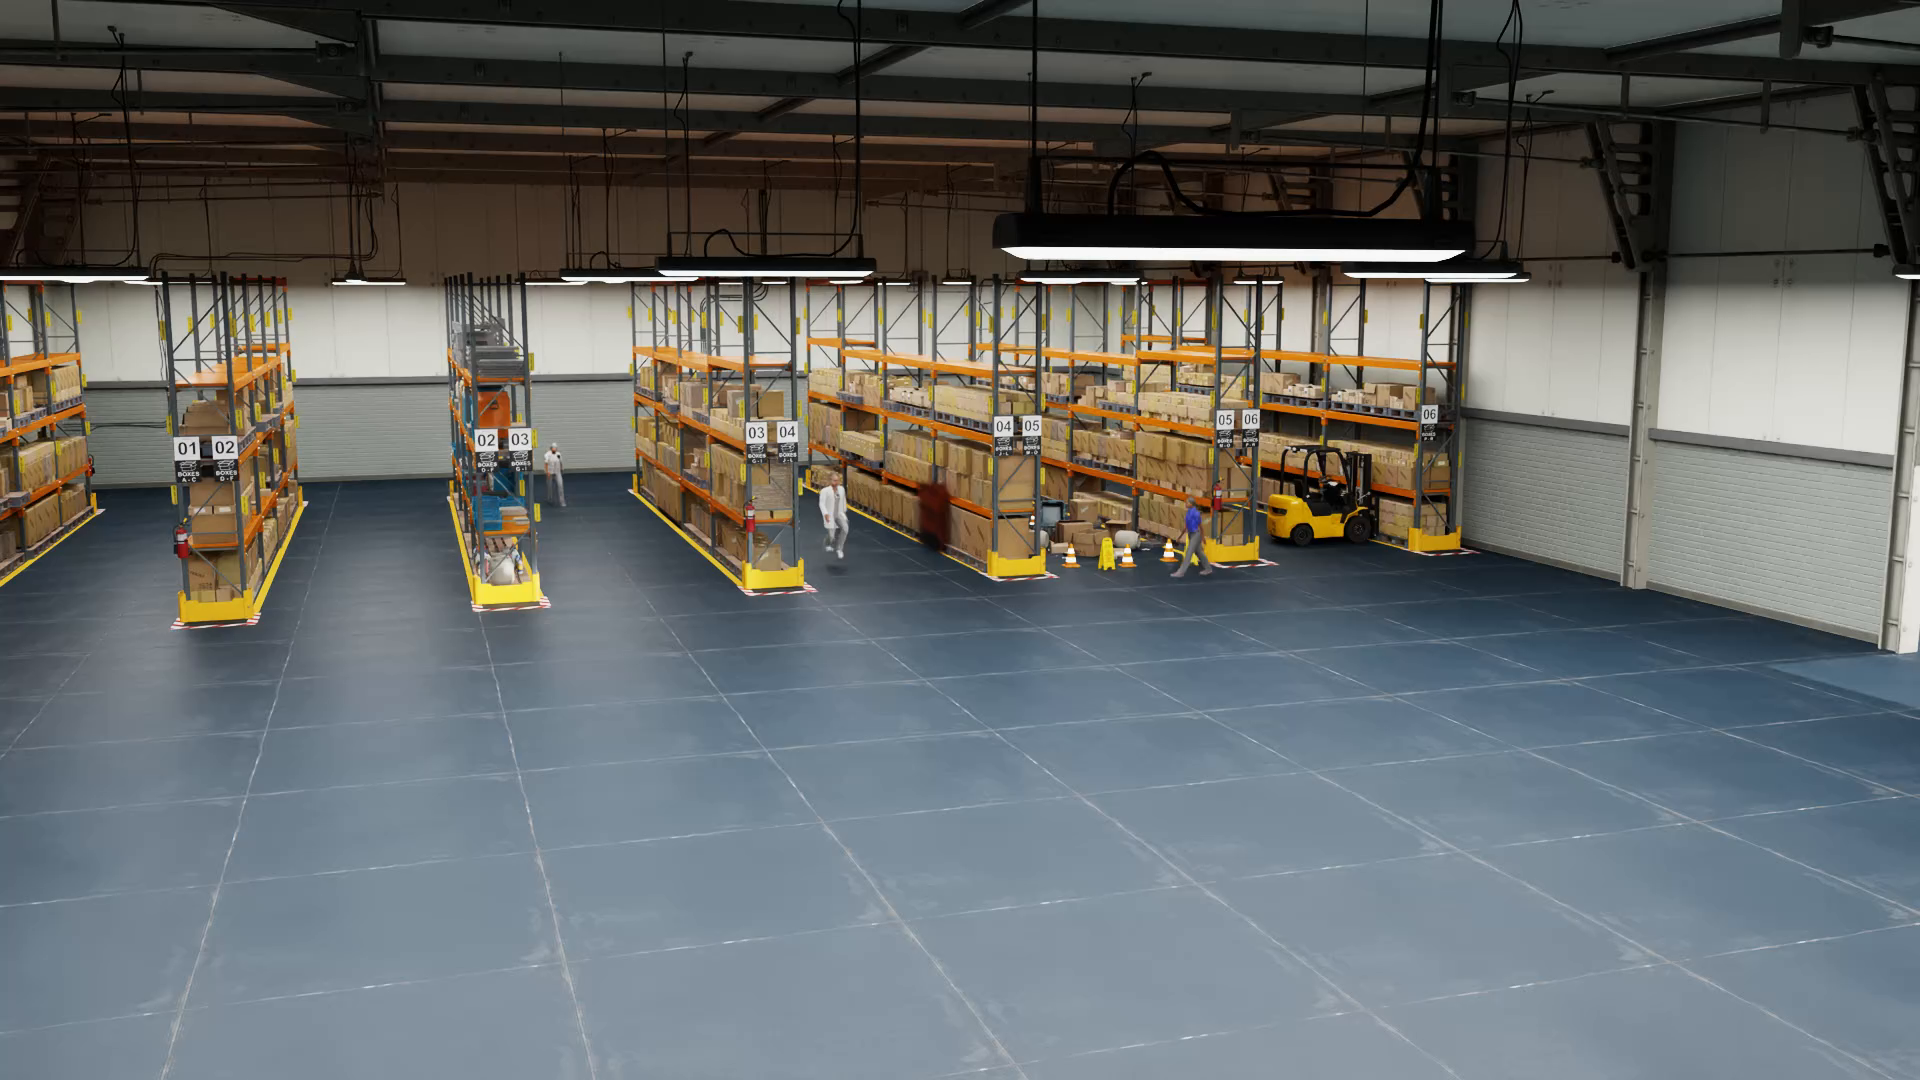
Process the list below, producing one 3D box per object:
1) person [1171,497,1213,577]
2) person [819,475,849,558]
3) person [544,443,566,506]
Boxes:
[{"bbox_3d":[4.609,-0.072,33.068,1.041,1.585,0.516,-4,9,-22],"label":"person"},{"bbox_3d":[-2.623,-0.518,34.551,0.685,1.695,0.842,-4,9,-24],"label":"person"},{"bbox_3d":[-10.817,-1.766,44.293,0.490,1.639,0.927,-4,9,-25],"label":"person"}]
